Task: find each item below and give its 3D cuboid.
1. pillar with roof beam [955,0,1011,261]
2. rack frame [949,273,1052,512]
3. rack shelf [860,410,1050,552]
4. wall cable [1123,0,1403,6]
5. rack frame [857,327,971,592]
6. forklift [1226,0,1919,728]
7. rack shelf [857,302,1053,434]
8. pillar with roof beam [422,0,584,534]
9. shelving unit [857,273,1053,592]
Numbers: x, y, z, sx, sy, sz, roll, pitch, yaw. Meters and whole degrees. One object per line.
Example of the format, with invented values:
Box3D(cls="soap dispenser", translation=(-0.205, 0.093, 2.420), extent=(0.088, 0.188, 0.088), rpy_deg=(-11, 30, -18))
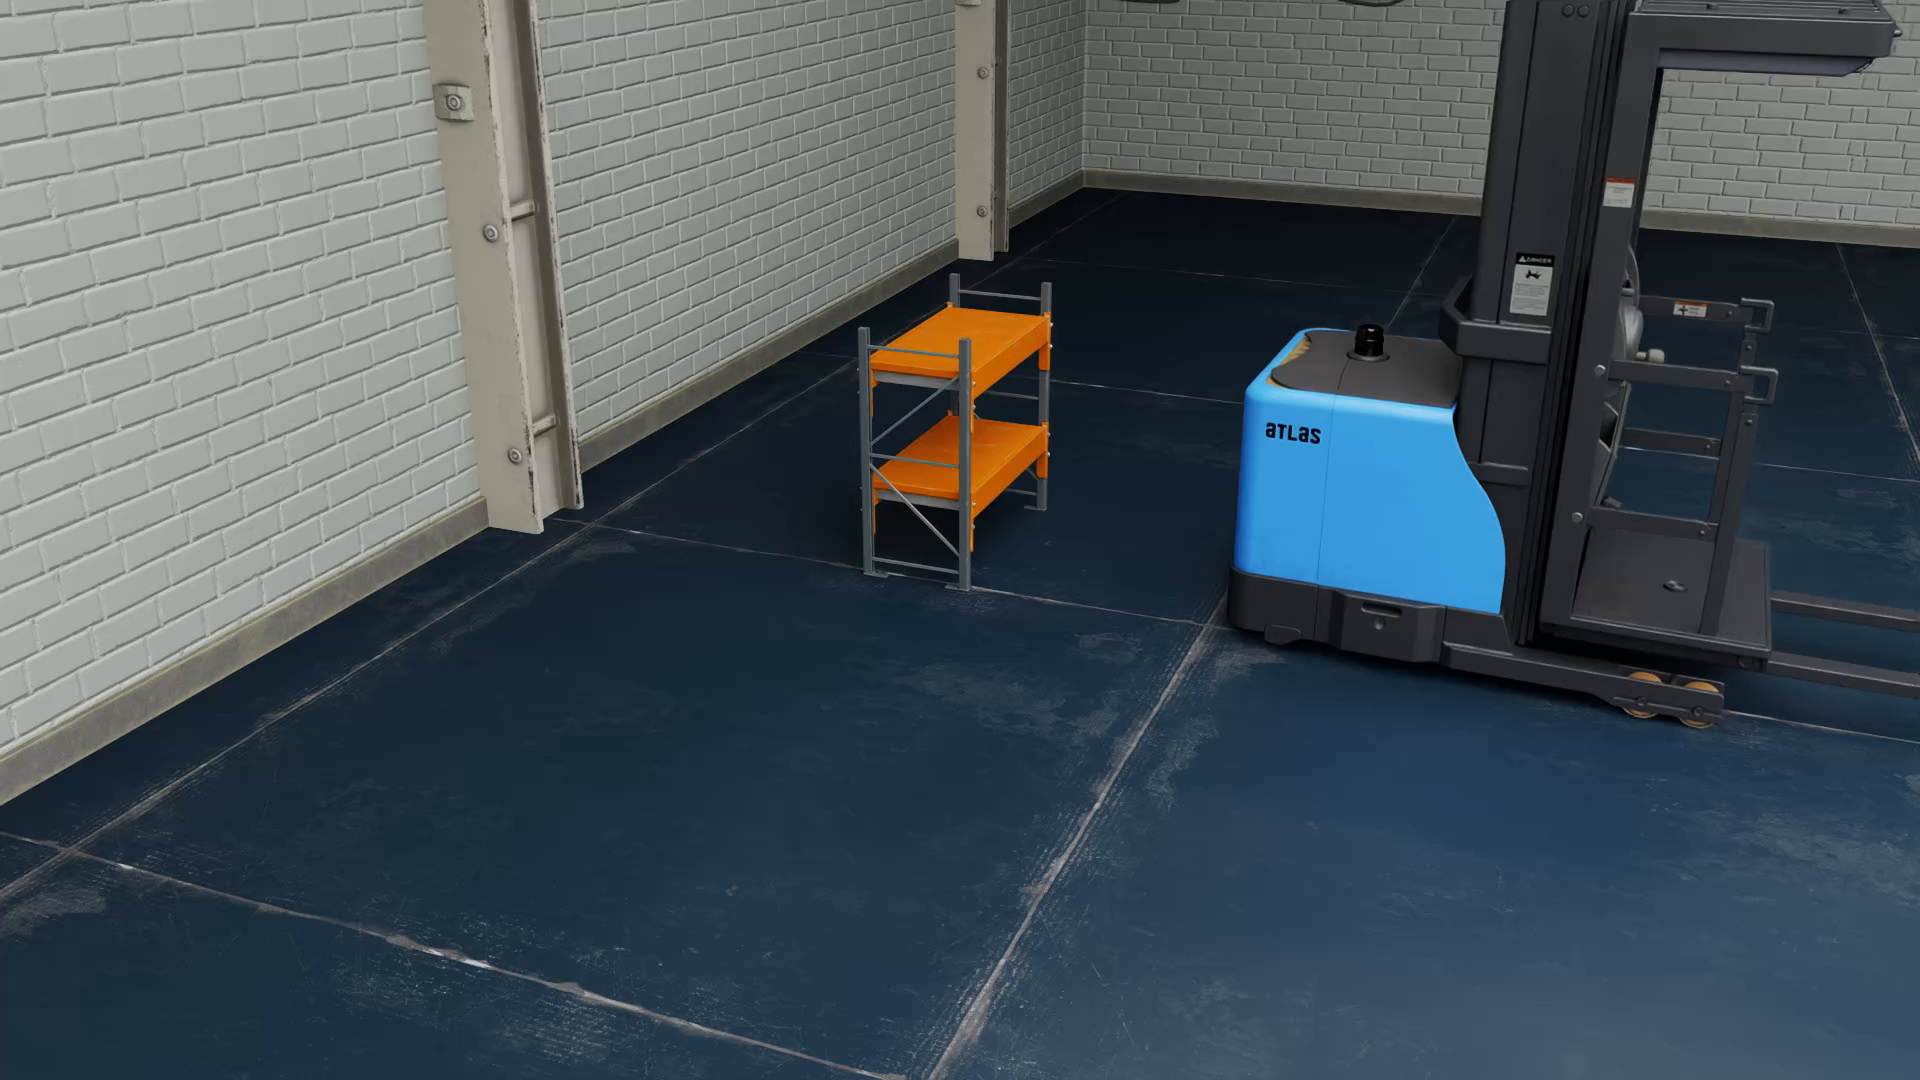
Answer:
Box3D(cls="pillar with roof beam", translation=(4.171, -5.802, 9.965), extent=(9.100, 9.000, 0.400), rpy_deg=(9, 24, 20))
Box3D(cls="rack frame", translation=(0.186, -0.699, 7.963), extent=(0.500, 1.125, 0.032), rpy_deg=(9, 24, 20))
Box3D(cls="rack shelf", translation=(-0.003, -0.291, 7.622), extent=(0.538, 0.278, 1.000), rpy_deg=(9, 24, 20))
Box3D(cls="wall cable", translation=(2.496, -5.851, 14.110), extent=(3.097, 2.526, 0.112), rpy_deg=(9, 24, 20))
Box3D(cls="rack frame", translation=(-0.191, -0.335, 7.092), extent=(0.500, 1.125, 0.032), rpy_deg=(9, 24, 20))
Box3D(cls="forklift", translation=(2.652, -0.895, 6.090), extent=(3.031, 2.935, 1.130), rpy_deg=(10, 24, 22))
Box3D(cls="rack shelf", translation=(-0.003, -0.787, 7.415), extent=(0.538, 0.278, 1.000), rpy_deg=(9, 24, 20))
Box3D(cls="pillar with roof beam", translation=(1.942, -3.655, 4.825), extent=(9.100, 9.000, 0.400), rpy_deg=(9, 24, 20))
Box3D(cls="shelving unit", translation=(-0.003, -0.517, 7.527), extent=(0.538, 1.125, 1.048), rpy_deg=(9, 24, 20))
